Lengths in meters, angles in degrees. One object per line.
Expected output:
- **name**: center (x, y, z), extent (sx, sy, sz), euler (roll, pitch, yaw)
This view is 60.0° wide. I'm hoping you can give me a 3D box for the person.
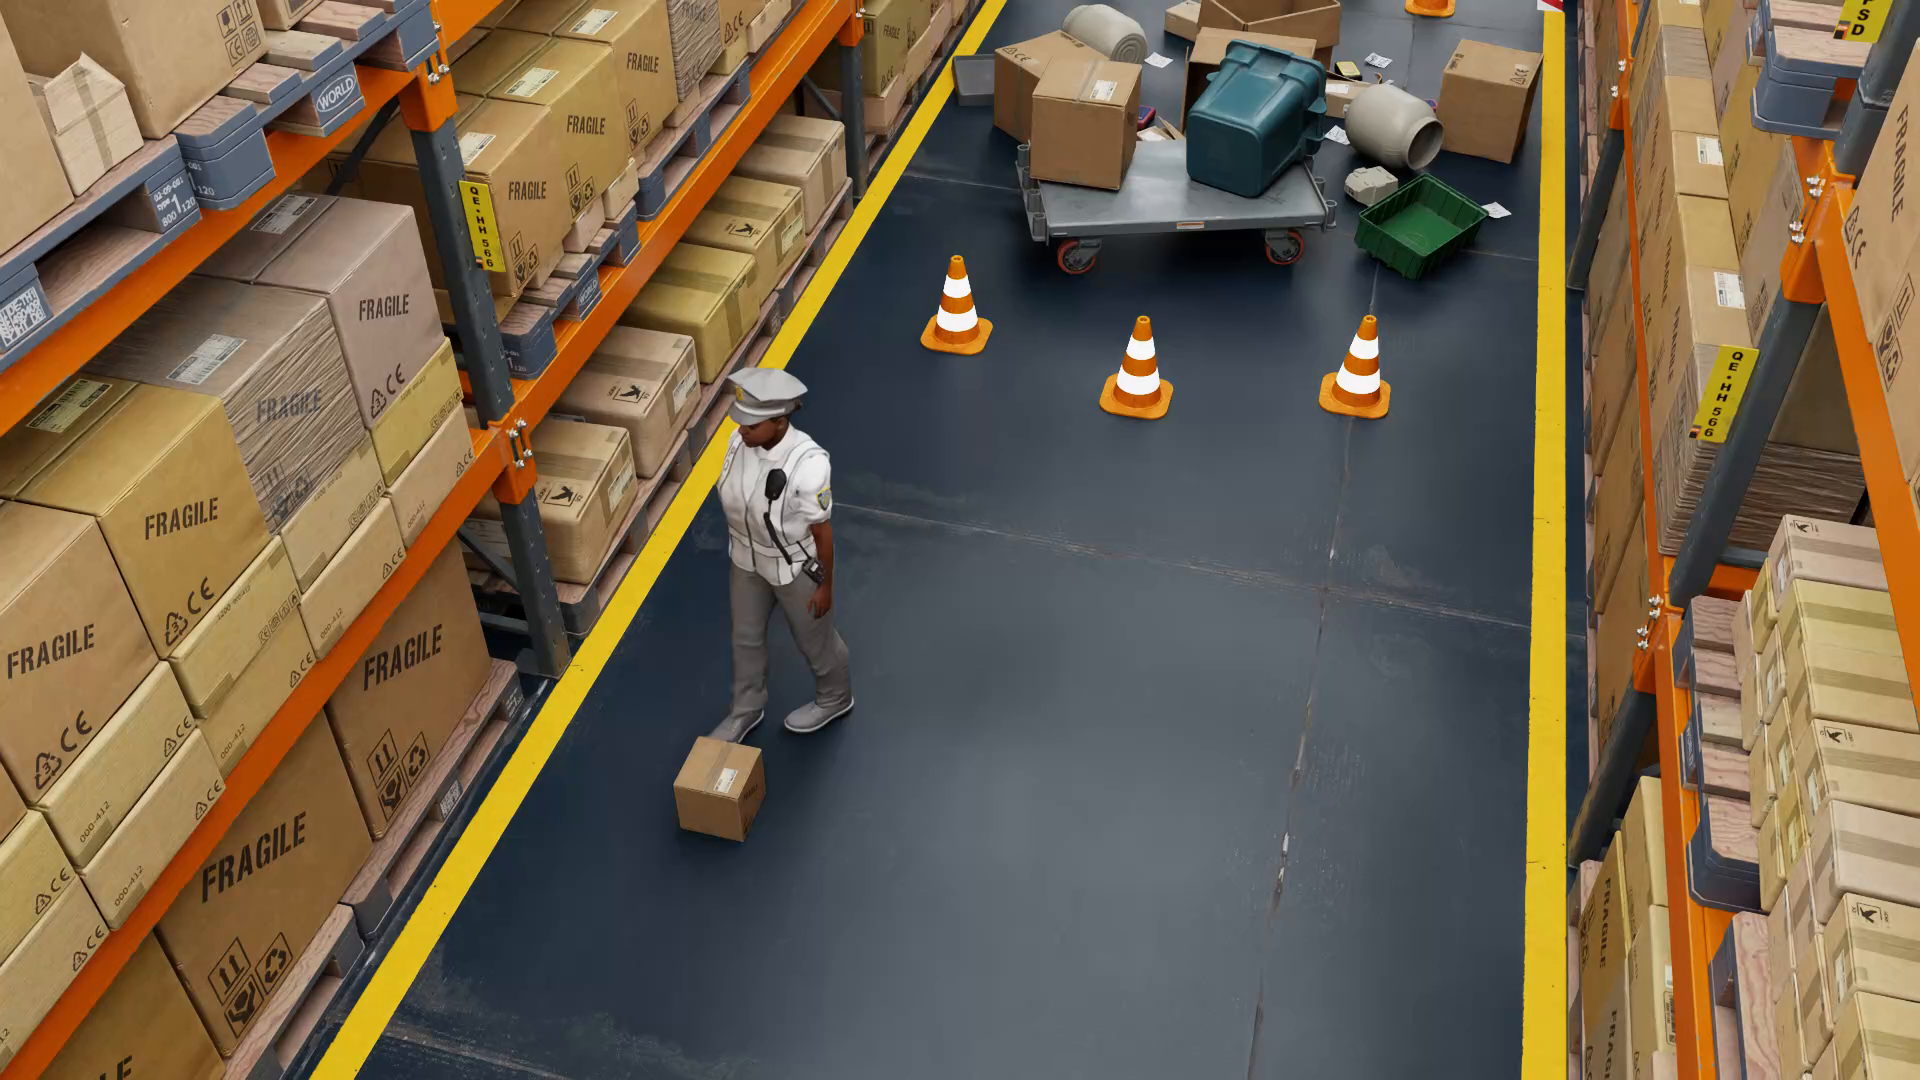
- **person**: center (-0.695, 0.121, 6.000), extent (0.451, 1.674, 0.551), euler (26, 47, 26)
